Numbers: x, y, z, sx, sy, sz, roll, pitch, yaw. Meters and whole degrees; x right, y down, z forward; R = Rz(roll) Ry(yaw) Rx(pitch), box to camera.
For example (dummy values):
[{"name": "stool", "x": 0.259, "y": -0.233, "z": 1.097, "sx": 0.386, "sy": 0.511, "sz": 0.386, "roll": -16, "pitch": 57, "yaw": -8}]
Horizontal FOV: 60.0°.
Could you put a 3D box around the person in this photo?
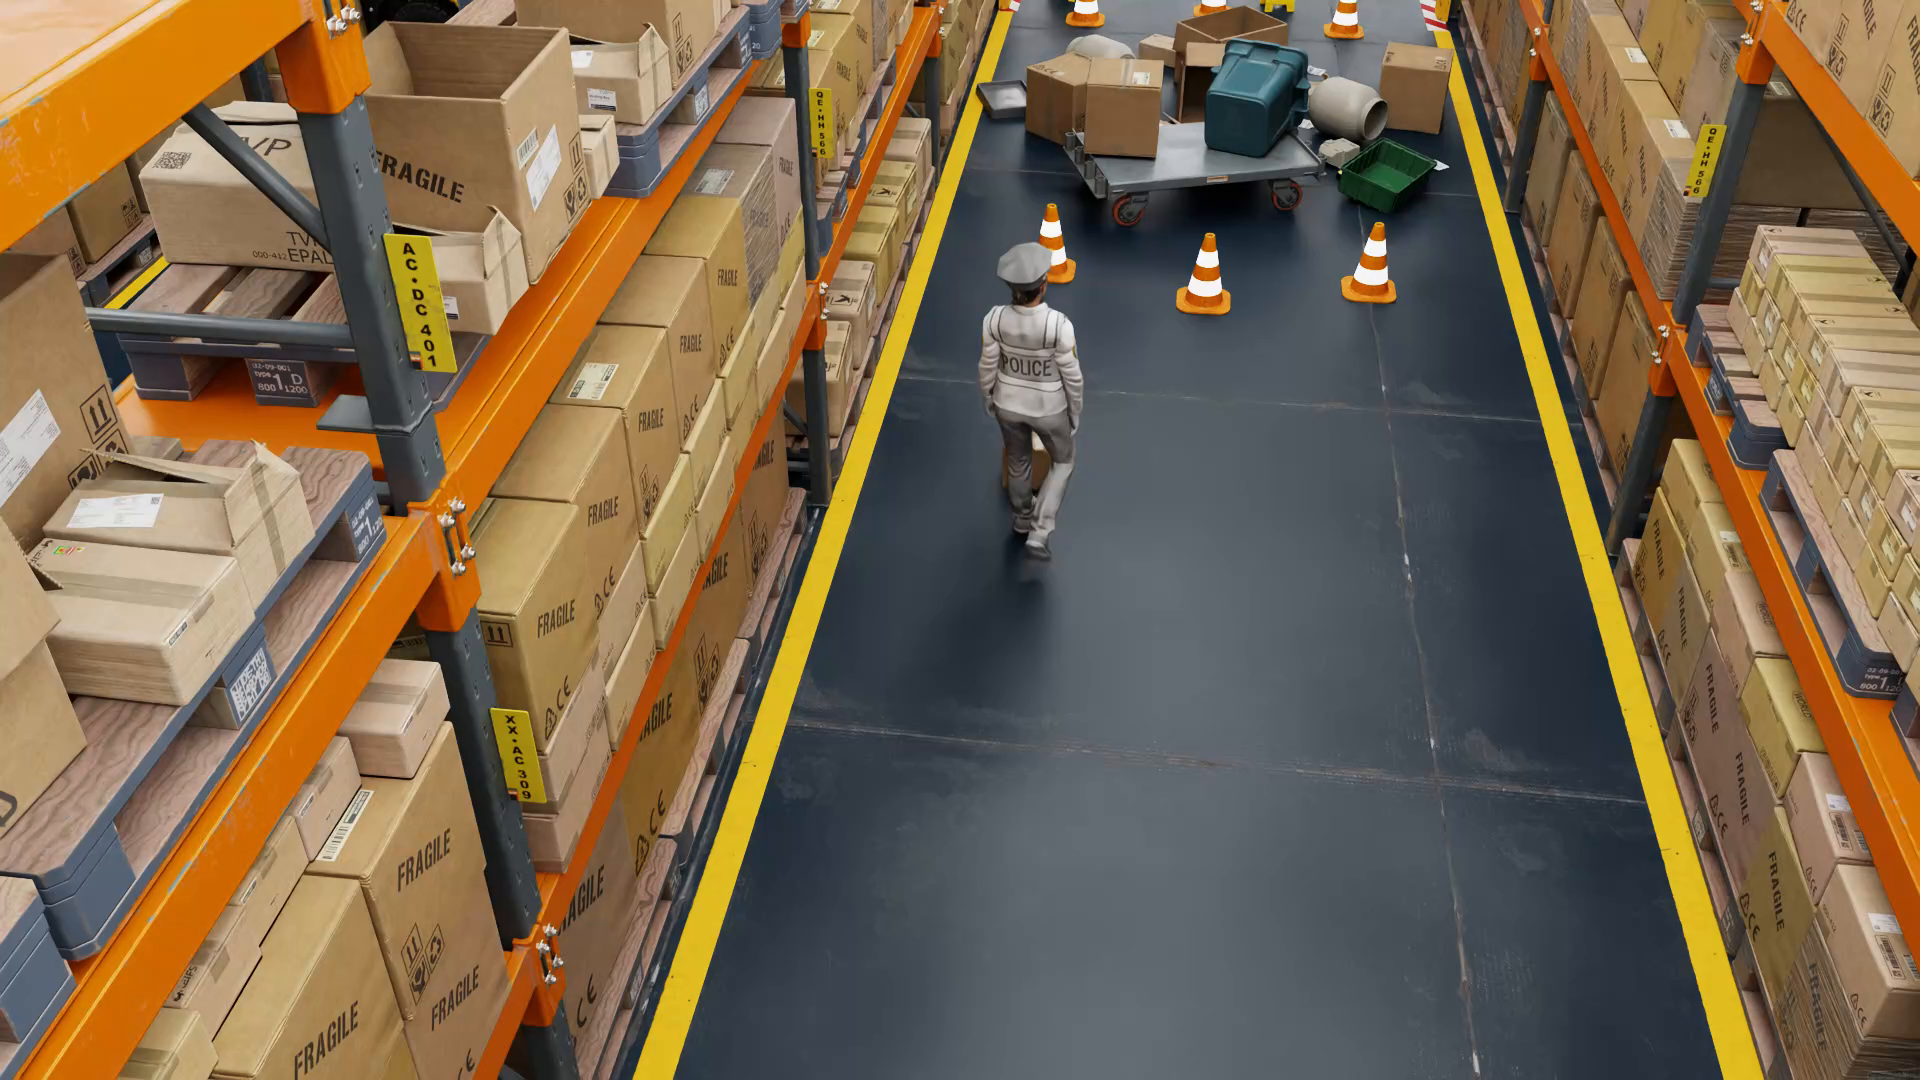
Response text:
[{"name": "person", "x": 0.345, "y": -0.657, "z": 7.889, "sx": 0.512, "sy": 1.659, "sz": 0.676, "roll": 11, "pitch": 38, "yaw": 14}]
